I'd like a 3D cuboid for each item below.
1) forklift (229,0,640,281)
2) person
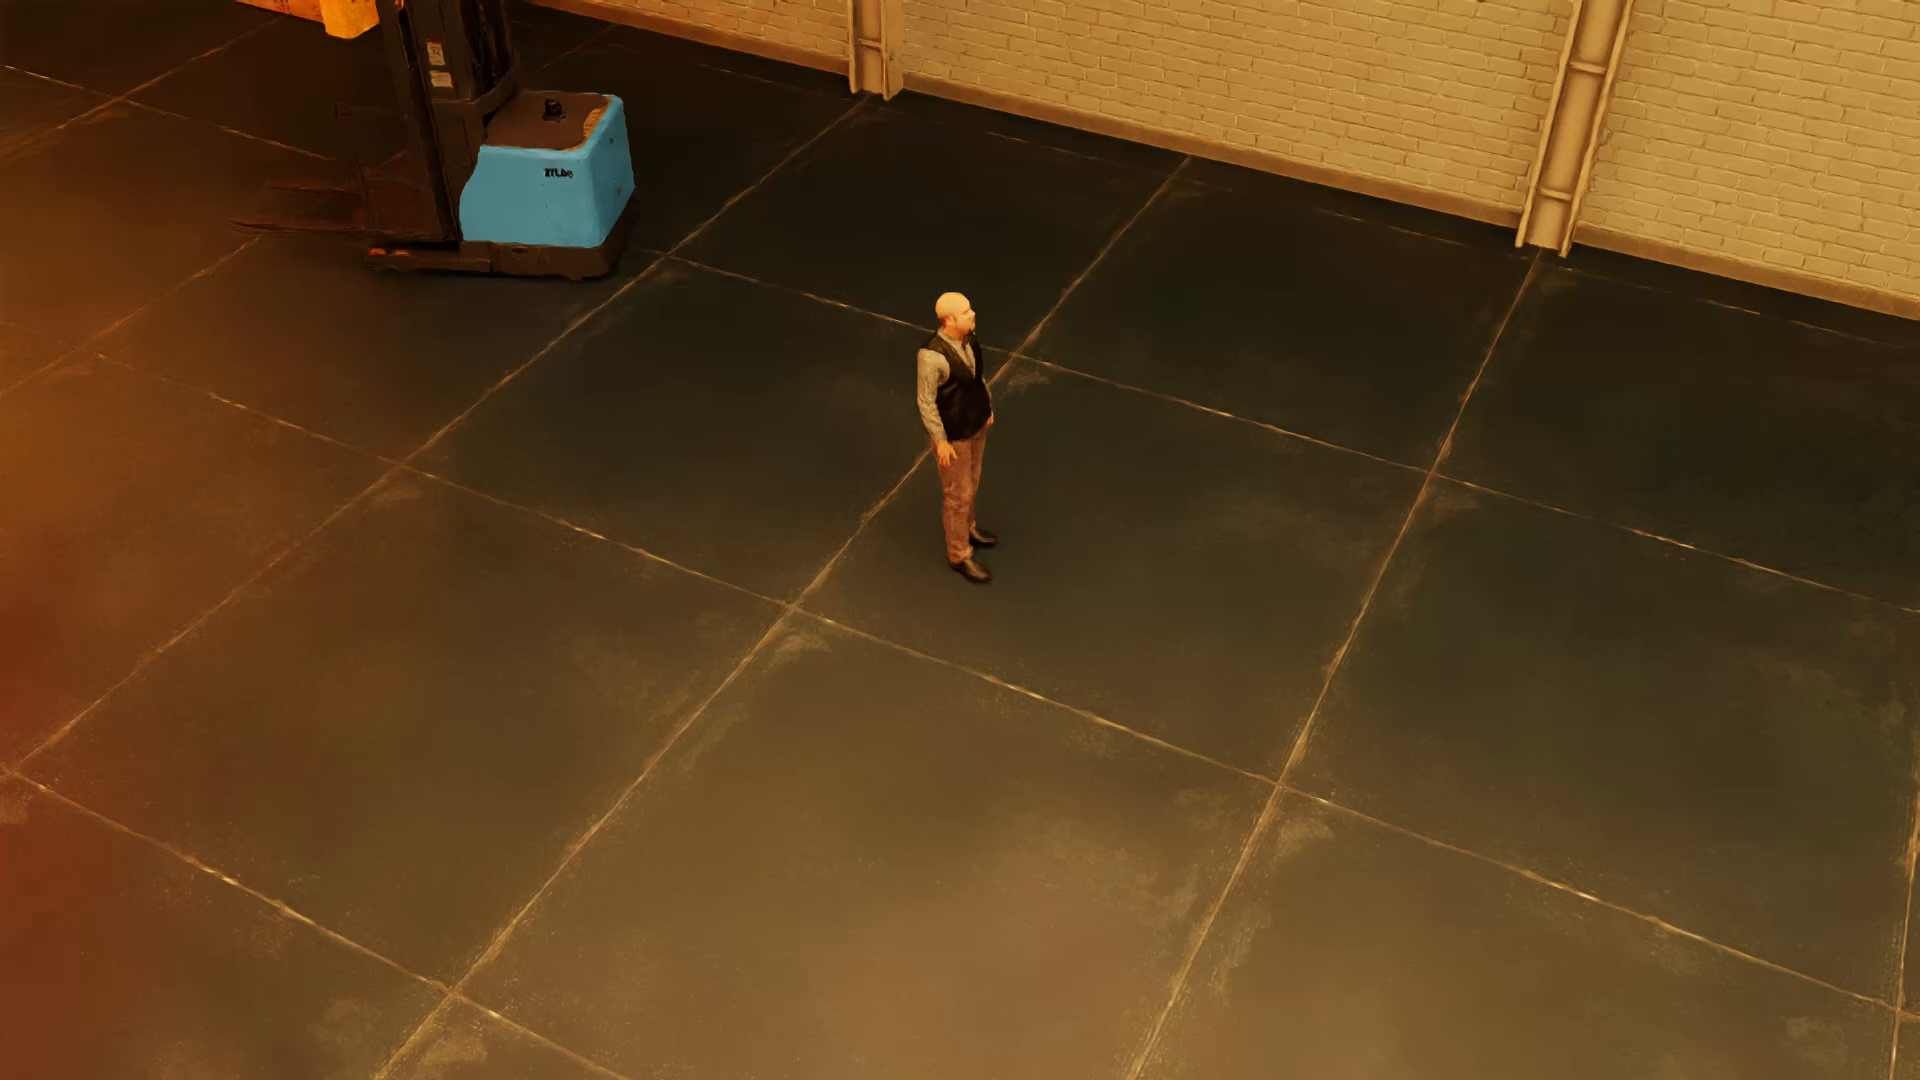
[{"bbox_3d":[-4.098,-3.496,12.138,3.031,2.935,1.130,5,40,6],"label":"forklift"},{"bbox_3d":[0.052,-0.613,9.698,0.567,1.649,0.632,18,43,21],"label":"person"}]
